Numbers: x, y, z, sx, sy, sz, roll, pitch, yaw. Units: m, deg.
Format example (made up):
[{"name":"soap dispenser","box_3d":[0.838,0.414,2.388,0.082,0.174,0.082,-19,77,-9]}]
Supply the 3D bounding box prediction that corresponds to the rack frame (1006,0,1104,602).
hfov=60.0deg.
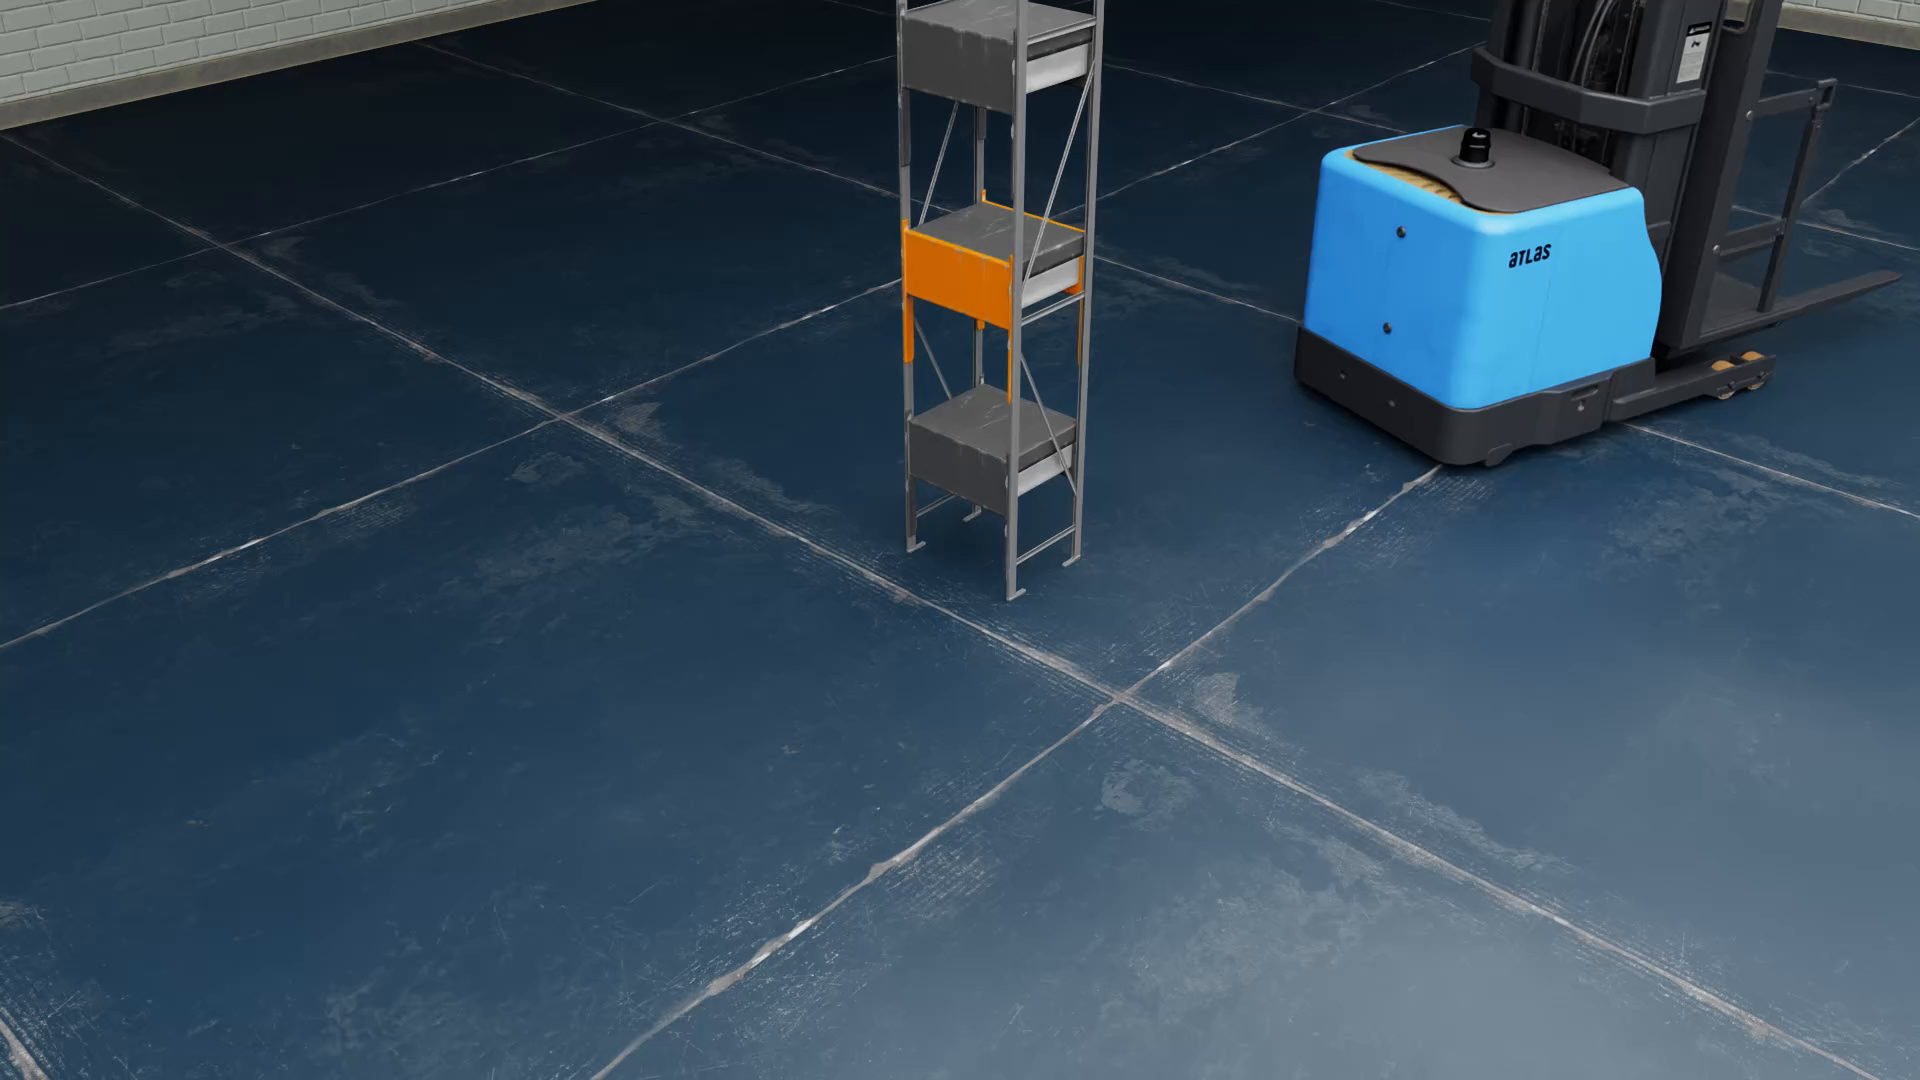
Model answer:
[{"name":"rack frame","box_3d":[0.304,-0.758,5.473,0.015,2.100,0.400,25,39,35]}]

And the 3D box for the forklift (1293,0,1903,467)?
[{"name":"forklift","box_3d":[3.006,-2.090,6.881,3.031,2.935,1.130,-16,35,-25]}]

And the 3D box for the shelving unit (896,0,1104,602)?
[{"name":"shelving unit","box_3d":[0.123,-0.842,5.613,0.503,2.100,0.431,25,39,35]}]

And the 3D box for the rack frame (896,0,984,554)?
[{"name":"rack frame","box_3d":[-0.058,-0.927,5.754,0.015,2.100,0.400,25,39,35]}]

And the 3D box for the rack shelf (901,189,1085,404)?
[{"name":"rack shelf","box_3d":[0.123,-0.831,5.620,0.480,0.518,0.431,25,39,35]}]

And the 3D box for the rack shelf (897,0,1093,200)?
[{"name":"rack shelf","box_3d":[0.123,-1.430,5.259,0.480,0.518,0.431,25,39,35]}]

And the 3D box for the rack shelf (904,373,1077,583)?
[{"name":"rack shelf","box_3d":[0.123,-0.231,5.981,0.480,0.518,0.431,25,39,35]}]
